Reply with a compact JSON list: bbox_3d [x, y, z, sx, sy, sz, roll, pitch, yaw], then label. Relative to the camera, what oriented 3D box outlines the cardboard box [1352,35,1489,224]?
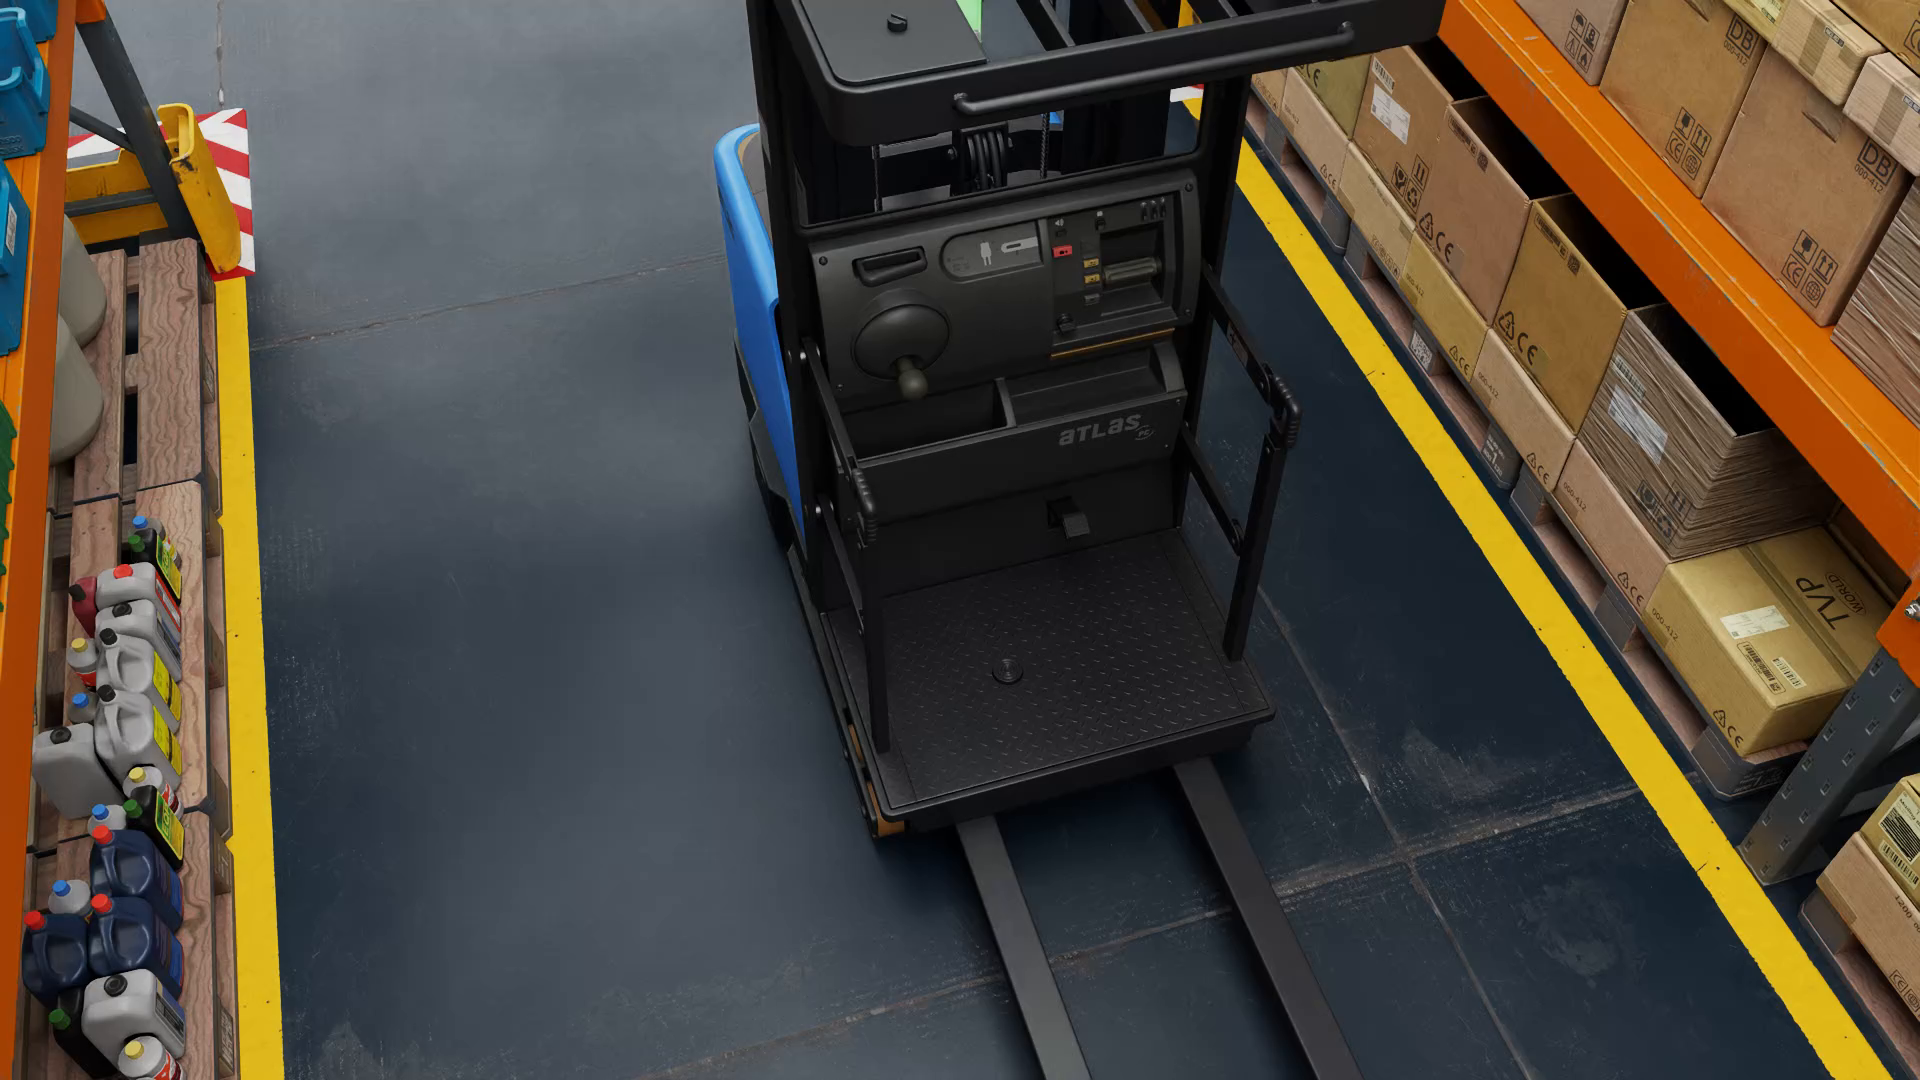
[{"bbox_3d":[1.683,-1.433,5.530,0.500,0.500,0.500,-13,51,-11],"label":"cardboard box"}]

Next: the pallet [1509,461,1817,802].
[{"bbox_3d":[2.415,0.118,5.012,1.003,0.211,1.213,-13,51,-11],"label":"pallet"}]

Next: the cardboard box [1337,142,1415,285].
[{"bbox_3d":[1.672,-1.189,5.814,0.500,0.250,0.500,-13,51,-11],"label":"cardboard box"}]

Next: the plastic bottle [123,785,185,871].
[{"bbox_3d":[-2.030,0.710,4.179,0.061,0.283,0.133,-11,51,-9],"label":"plastic bottle"}]

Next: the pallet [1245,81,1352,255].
[{"bbox_3d":[1.693,-1.664,6.514,1.003,0.211,1.213,-13,51,-11],"label":"pallet"}]

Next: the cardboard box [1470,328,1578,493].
[{"bbox_3d":[1.964,-0.458,5.198,0.500,0.250,0.500,-13,51,-11],"label":"cardboard box"}]

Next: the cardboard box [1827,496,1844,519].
[{"bbox_3d":[2.617,-0.454,4.704,0.500,0.500,0.500,-13,51,-11],"label":"cardboard box"}]

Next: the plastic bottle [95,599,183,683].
[{"bbox_3d":[-2.255,0.276,4.550,0.152,0.276,0.135,-15,51,-12],"label":"plastic bottle"}]

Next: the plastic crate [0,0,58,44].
[{"bbox_3d":[-2.872,-1.649,4.775,0.499,0.251,0.616,-13,51,-11],"label":"plastic crate"}]

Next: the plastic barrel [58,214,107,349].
[{"bbox_3d":[-3.038,-0.864,5.369,0.421,0.512,0.421,0,50,0],"label":"plastic barrel"}]

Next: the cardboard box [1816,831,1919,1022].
[{"bbox_3d":[2.493,0.911,4.044,0.500,0.250,0.500,-14,51,-12],"label":"cardboard box"}]

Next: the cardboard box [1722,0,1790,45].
[{"bbox_3d":[2.026,-1.325,3.916,0.380,0.149,0.250,-14,51,-11],"label":"cardboard box"}]

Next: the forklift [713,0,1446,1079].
[{"bbox_3d":[0.187,-0.485,3.742,1.130,2.935,3.031,-13,51,-11],"label":"forklift"}]

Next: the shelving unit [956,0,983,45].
[{"bbox_3d":[-0.056,-1.325,5.582,0.258,1.200,0.503,1,50,1],"label":"shelving unit"}]

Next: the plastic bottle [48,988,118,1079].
[{"bbox_3d":[-2.022,1.123,3.830,0.061,0.283,0.133,-13,51,-11],"label":"plastic bottle"}]

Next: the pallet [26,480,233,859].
[{"bbox_3d":[-2.646,0.433,4.747,1.003,0.211,1.213,-13,51,-11],"label":"pallet"}]

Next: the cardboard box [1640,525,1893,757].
[{"bbox_3d":[2.264,0.271,4.583,0.500,0.250,0.500,-13,51,-11],"label":"cardboard box"}]

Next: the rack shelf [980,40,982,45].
[{"bbox_3d":[-0.056,-1.439,5.448,0.258,0.148,0.480,1,50,1],"label":"rack shelf"}]

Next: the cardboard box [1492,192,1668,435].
[{"bbox_3d":[1.976,-0.702,4.914,0.500,0.500,0.500,-13,51,-11],"label":"cardboard box"}]

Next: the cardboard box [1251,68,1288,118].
[{"bbox_3d":[1.373,-1.919,6.429,0.500,0.250,0.500,-13,51,-11],"label":"cardboard box"}]

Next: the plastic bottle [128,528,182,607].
[{"bbox_3d":[-2.292,0.063,4.724,0.061,0.283,0.133,-12,51,-10],"label":"plastic bottle"}]

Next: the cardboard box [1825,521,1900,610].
[{"bbox_3d":[2.762,0.153,4.682,0.500,0.250,0.500,-13,51,-11],"label":"cardboard box"}]

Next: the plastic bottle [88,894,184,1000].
[{"bbox_3d":[-1.965,0.956,3.927,0.144,0.351,0.185,-12,51,-10],"label":"plastic bottle"}]

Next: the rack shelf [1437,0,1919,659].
[{"bbox_3d":[2.018,-1.419,4.955,1.077,0.370,4.000,-13,51,-11],"label":"rack shelf"}]

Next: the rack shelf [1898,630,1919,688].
[{"bbox_3d":[3.201,1.502,2.492,1.077,0.370,4.000,-13,51,-11],"label":"rack shelf"}]

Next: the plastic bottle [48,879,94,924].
[{"bbox_3d":[-2.123,0.903,4.024,0.097,0.271,0.097,0,50,0],"label":"plastic bottle"}]

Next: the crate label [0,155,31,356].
[{"bbox_3d":[-2.503,-0.723,3.874,0.502,0.435,0.616,-13,51,-11],"label":"crate label"}]

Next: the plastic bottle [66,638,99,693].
[{"bbox_3d":[-2.368,0.341,4.543,0.097,0.201,0.097,0,50,0],"label":"plastic bottle"}]

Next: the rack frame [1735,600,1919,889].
[{"bbox_3d":[2.610,-0.190,3.448,1.000,3.000,0.127,-13,51,-11],"label":"rack frame"}]

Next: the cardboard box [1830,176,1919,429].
[{"bbox_3d":[2.473,-0.545,3.682,0.700,0.500,0.500,-15,51,-12],"label":"cardboard box"}]

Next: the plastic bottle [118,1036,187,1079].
[{"bbox_3d":[-1.859,1.207,3.813,0.097,0.201,0.097,0,50,0],"label":"plastic bottle"}]

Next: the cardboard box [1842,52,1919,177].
[{"bbox_3d":[2.174,-0.953,3.602,0.380,0.149,0.250,-15,51,-12],"label":"cardboard box"}]

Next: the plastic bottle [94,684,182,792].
[{"bbox_3d":[-2.147,0.507,4.305,0.144,0.351,0.185,-14,51,-11],"label":"plastic bottle"}]

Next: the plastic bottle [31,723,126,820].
[{"bbox_3d":[-2.281,0.583,4.290,0.152,0.276,0.135,-13,51,-11],"label":"plastic bottle"}]

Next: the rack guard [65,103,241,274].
[{"bbox_3d":[-3.238,-1.144,5.887,1.175,0.500,0.348,-13,51,-11],"label":"rack guard"}]

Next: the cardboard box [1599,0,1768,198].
[{"bbox_3d":[2.166,-1.296,4.315,0.700,0.500,0.500,-13,51,-10],"label":"cardboard box"}]
